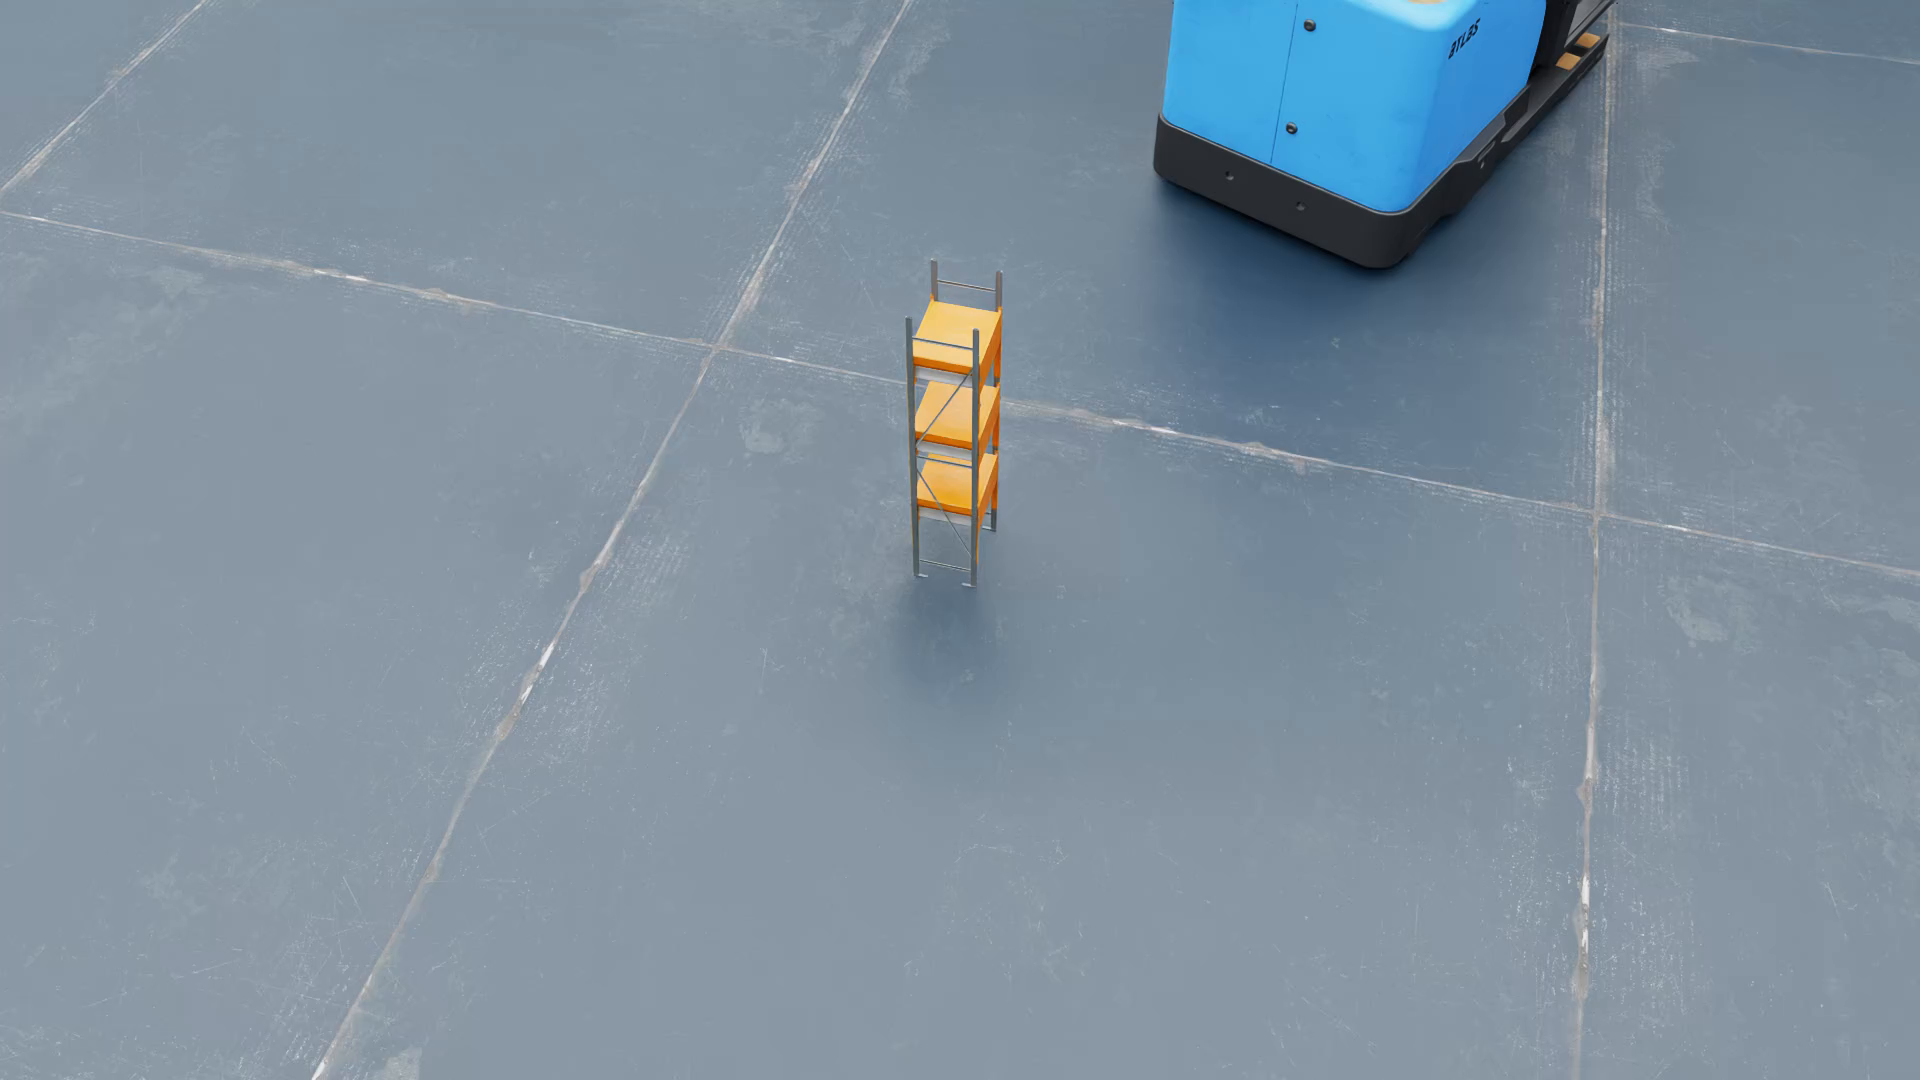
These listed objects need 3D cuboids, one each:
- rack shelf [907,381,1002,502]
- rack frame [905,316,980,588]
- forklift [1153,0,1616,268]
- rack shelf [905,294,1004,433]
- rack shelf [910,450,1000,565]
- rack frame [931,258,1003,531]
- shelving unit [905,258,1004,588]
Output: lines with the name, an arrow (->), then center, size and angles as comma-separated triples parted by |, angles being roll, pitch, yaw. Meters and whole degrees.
rack shelf -> -0.014, -0.302, 4.830 | 0.215, 0.259, 0.240 | 12, 50, 10
rack frame -> -0.046, -0.220, 4.744 | 0.200, 1.050, 0.008 | 12, 50, 10
forklift -> 2.043, -3.013, 5.954 | 1.130, 2.935, 3.031 | 30, 55, 24
rack shelf -> -0.014, -0.489, 4.617 | 0.215, 0.259, 0.240 | 12, 50, 10
rack shelf -> -0.014, -0.118, 5.039 | 0.215, 0.259, 0.240 | 12, 50, 10
rack frame -> 0.018, -0.397, 4.900 | 0.200, 1.050, 0.008 | 12, 50, 10
shelving unit -> -0.014, -0.309, 4.822 | 0.215, 1.050, 0.252 | 12, 50, 10
